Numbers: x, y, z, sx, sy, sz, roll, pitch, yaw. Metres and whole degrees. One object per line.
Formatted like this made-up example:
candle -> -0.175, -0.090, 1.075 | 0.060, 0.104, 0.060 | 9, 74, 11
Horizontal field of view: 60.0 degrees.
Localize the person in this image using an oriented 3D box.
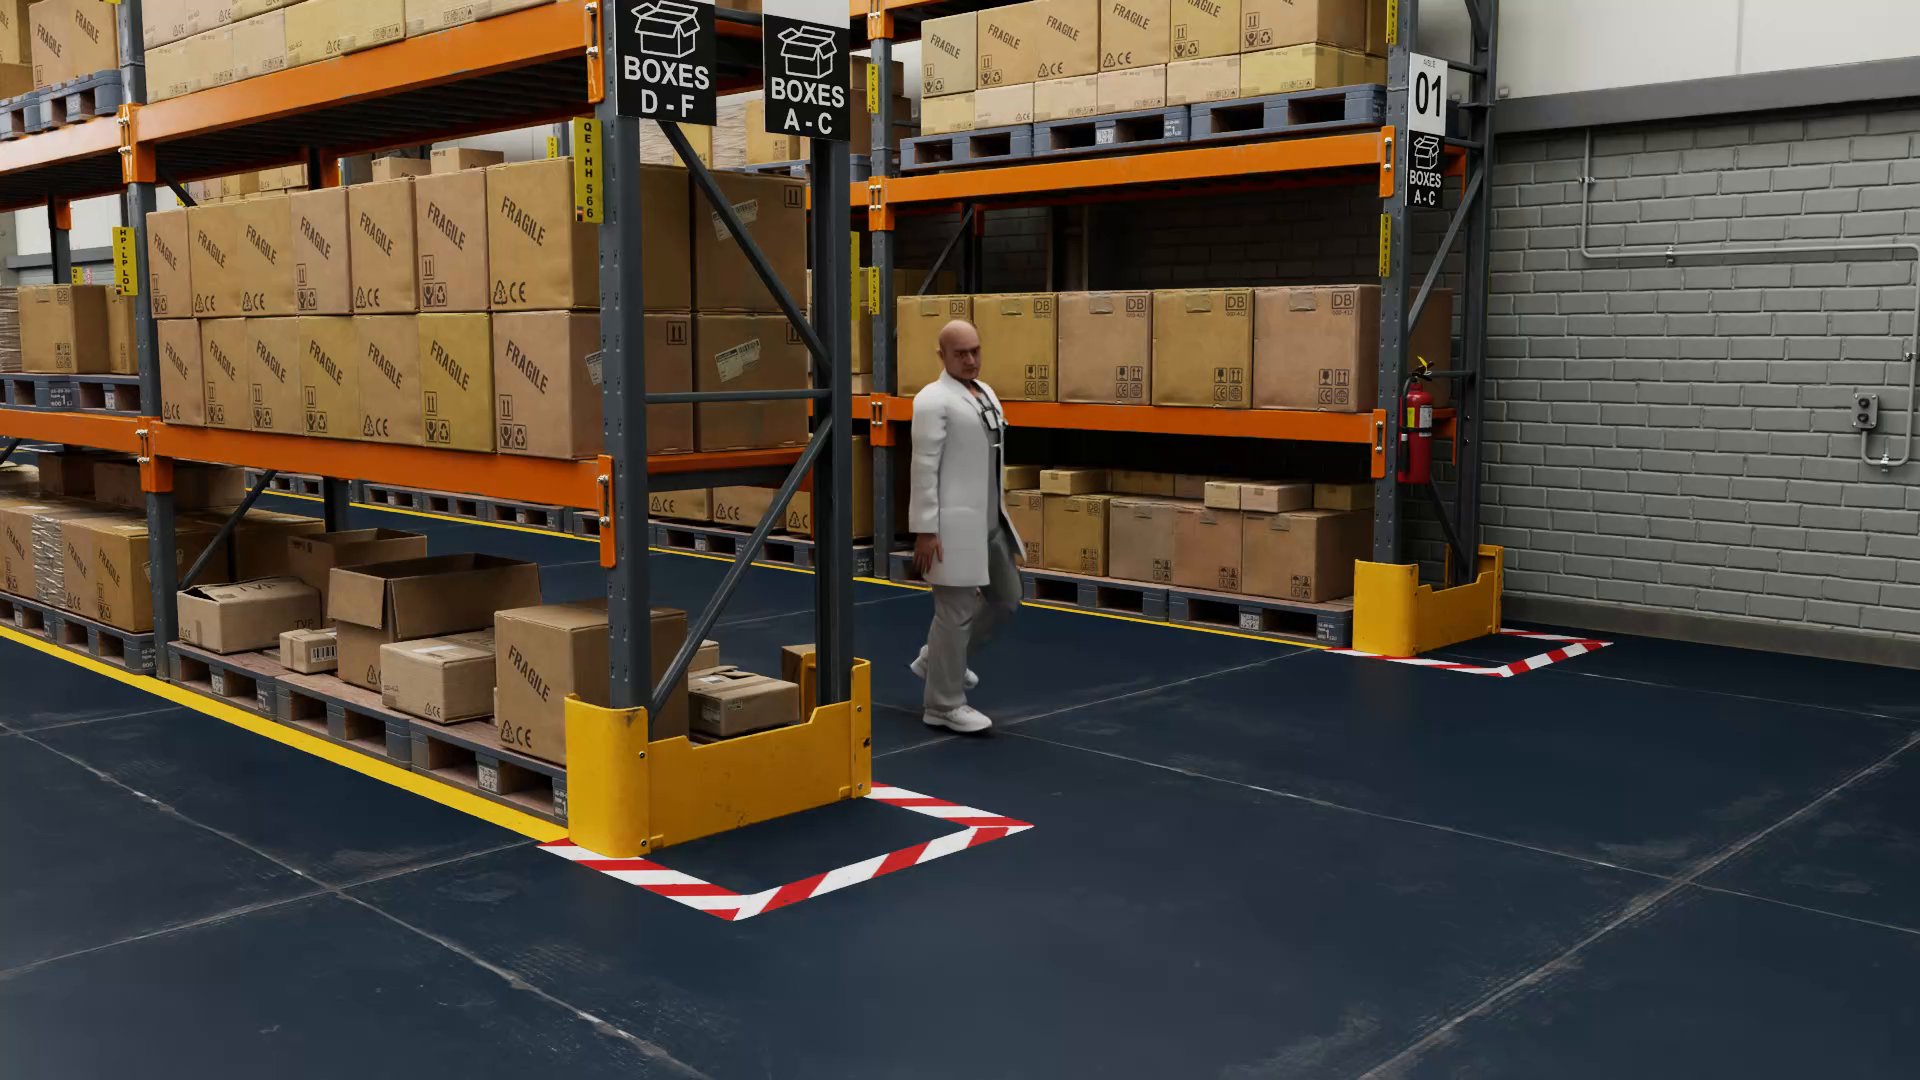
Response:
person -> -0.021, -0.065, 7.252 | 0.560, 1.773, 0.752 | 4, 8, 30
